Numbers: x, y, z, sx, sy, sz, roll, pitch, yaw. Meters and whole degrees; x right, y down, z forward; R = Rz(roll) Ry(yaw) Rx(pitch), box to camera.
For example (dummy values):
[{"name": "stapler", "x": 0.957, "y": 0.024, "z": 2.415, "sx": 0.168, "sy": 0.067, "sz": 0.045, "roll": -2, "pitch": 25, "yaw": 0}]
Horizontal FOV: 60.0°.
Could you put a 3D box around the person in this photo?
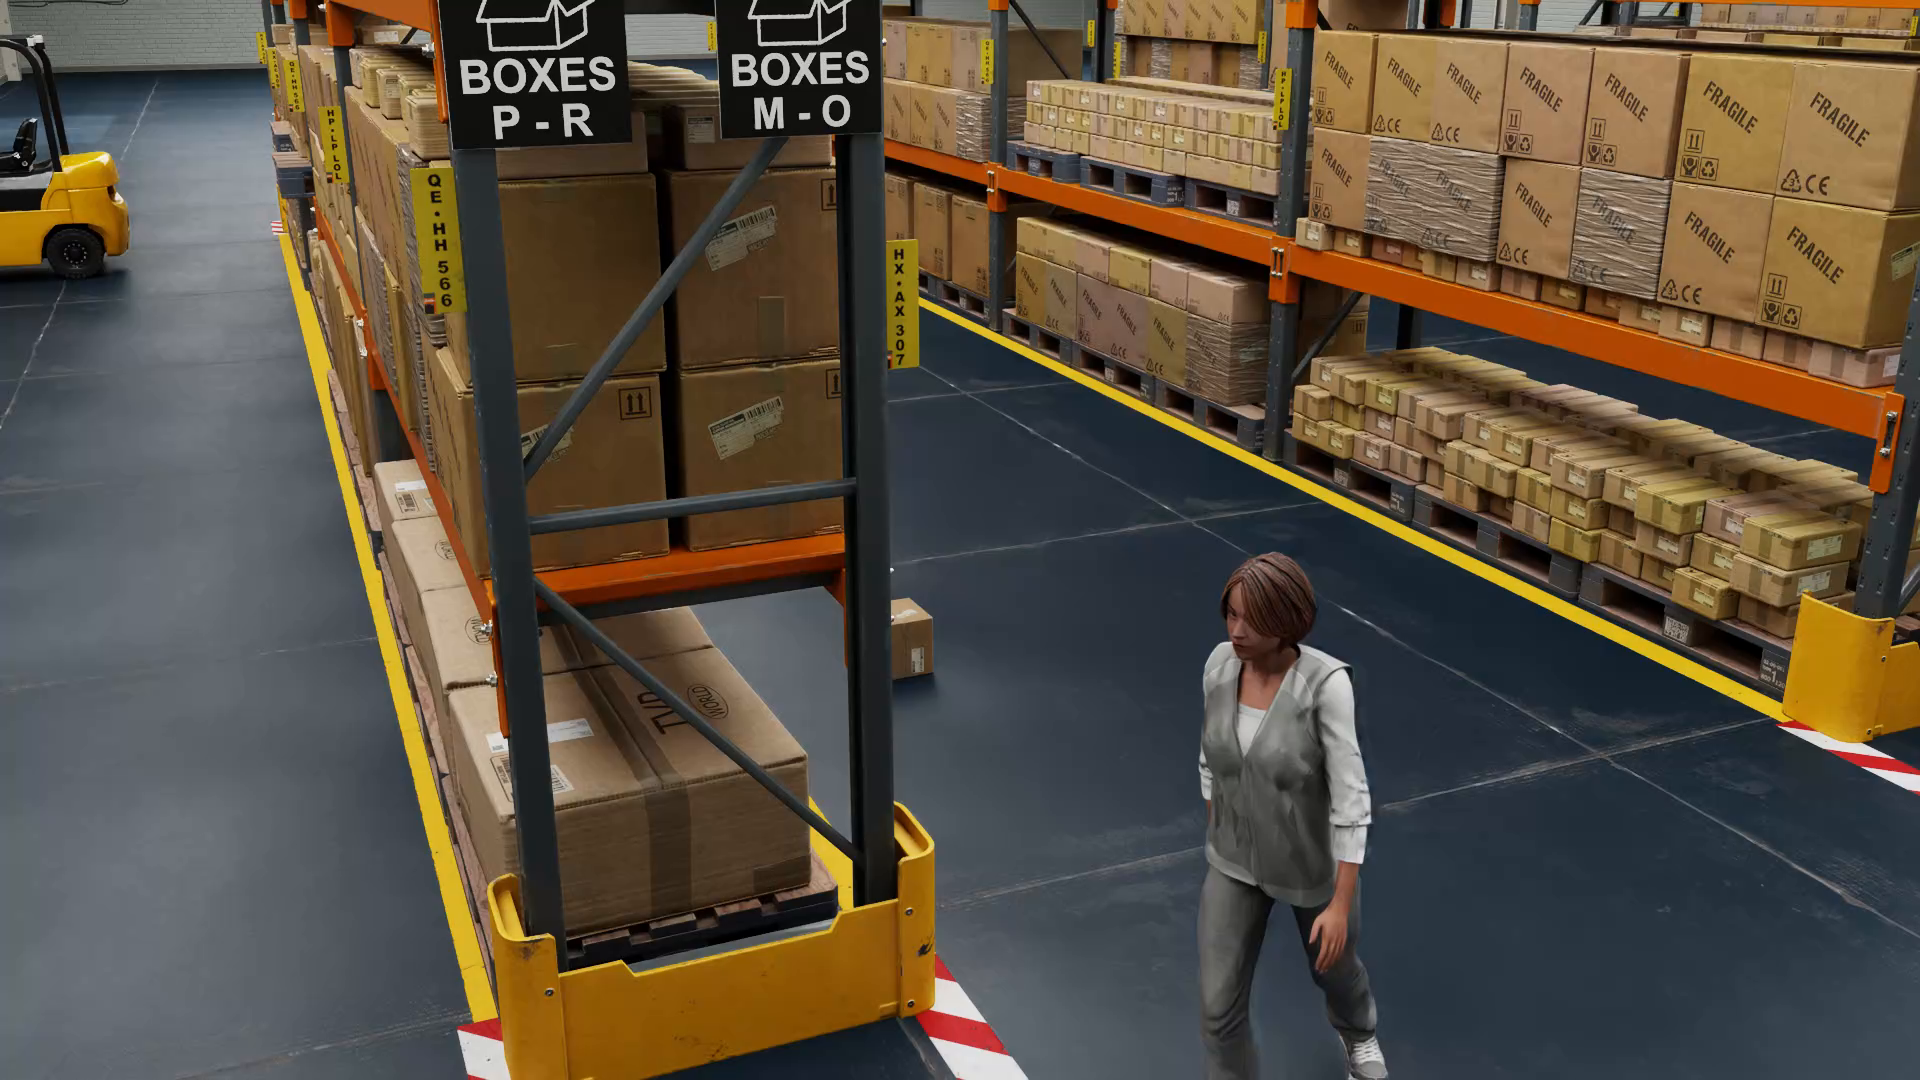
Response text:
[{"name": "person", "x": 0.763, "y": 0.762, "z": 3.901, "sx": 0.468, "sy": 1.545, "sz": 0.889, "roll": 12, "pitch": 23, "yaw": 31}]
